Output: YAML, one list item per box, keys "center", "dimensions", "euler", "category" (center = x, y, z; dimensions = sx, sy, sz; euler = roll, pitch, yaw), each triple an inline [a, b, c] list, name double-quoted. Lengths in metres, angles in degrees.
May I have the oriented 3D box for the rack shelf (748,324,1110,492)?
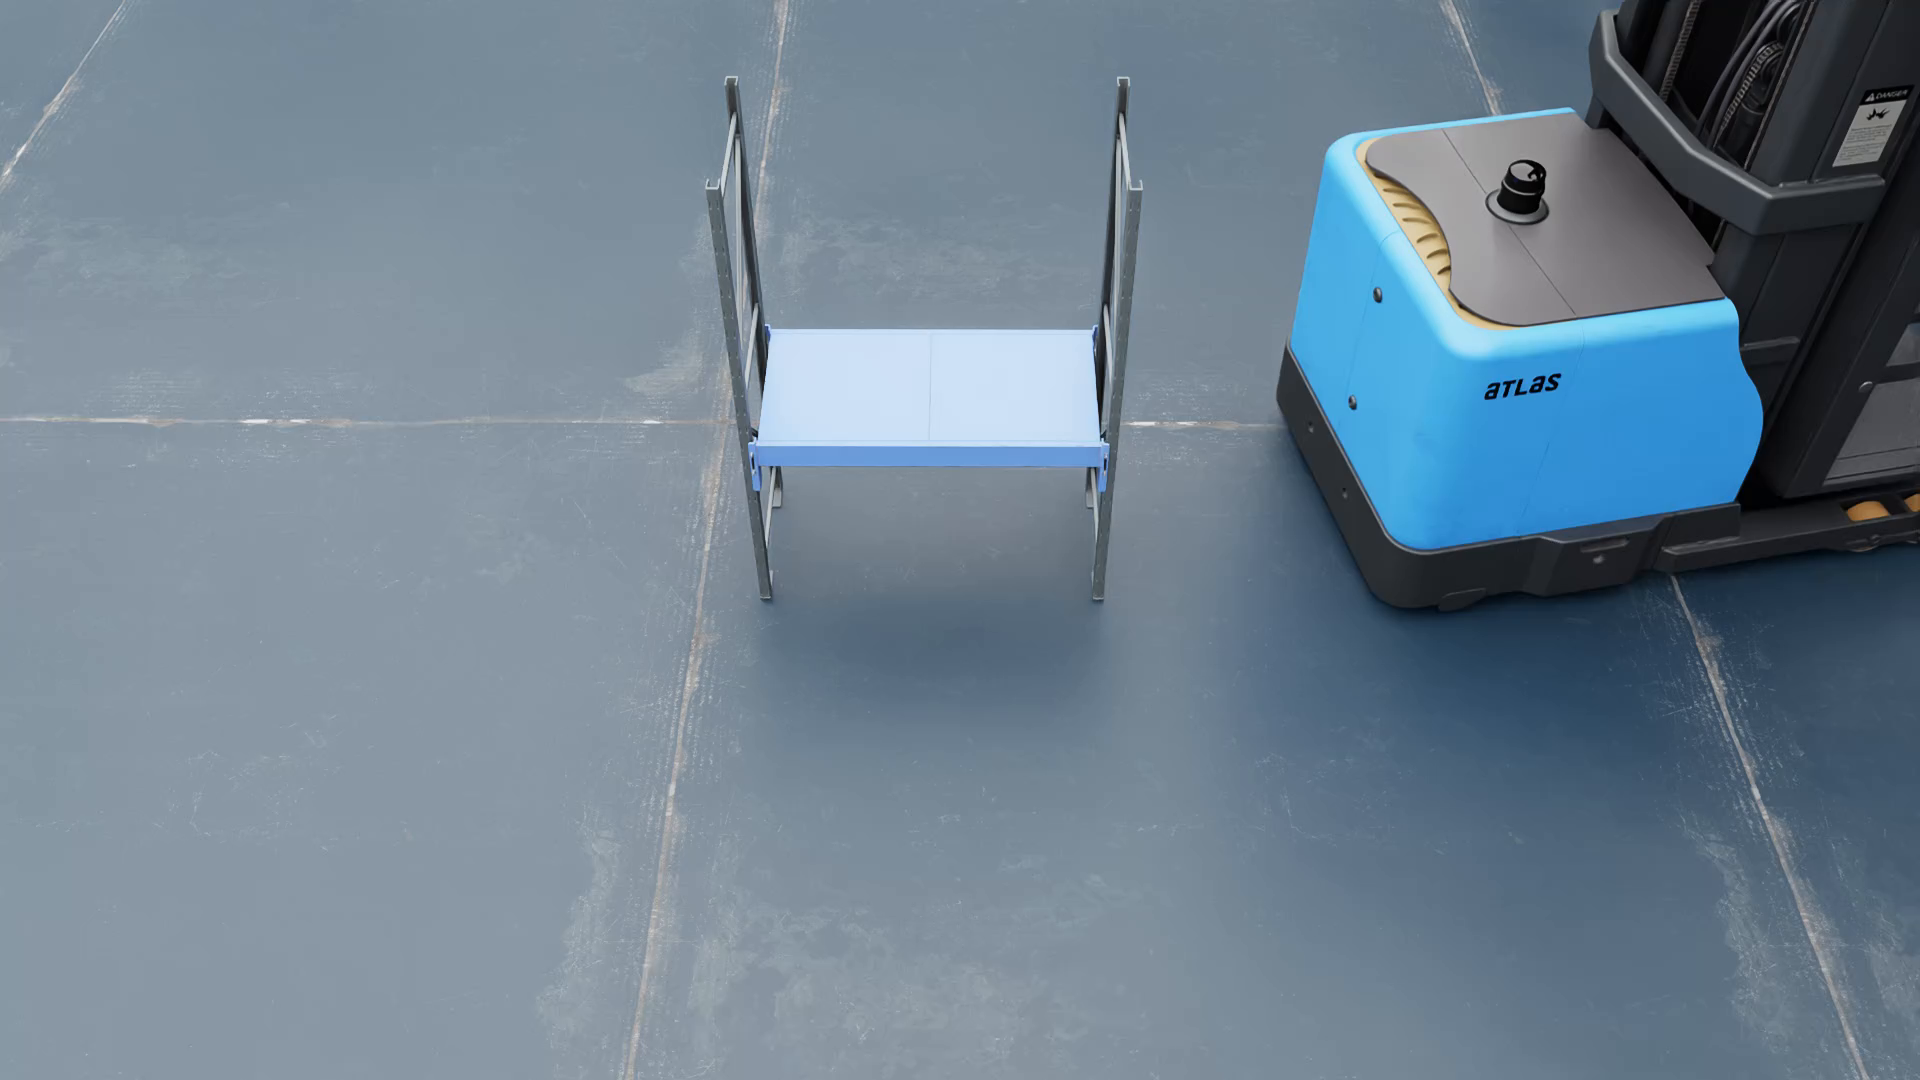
- center: [-0.085, -0.389, 4.833]
  dimensions: [1.000, 0.185, 0.538]
  euler: [0, 47, 0]
  category: "rack shelf"

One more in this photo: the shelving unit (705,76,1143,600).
- center: [-0.085, -0.511, 4.701]
  dimensions: [1.048, 1.500, 0.538]
  euler: [0, 47, 0]
  category: "shelving unit"

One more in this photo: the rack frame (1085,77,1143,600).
- center: [0.423, -0.510, 4.700]
  dimensions: [0.032, 1.500, 0.500]
  euler: [0, 47, 0]
  category: "rack frame"

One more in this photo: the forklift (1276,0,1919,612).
- center: [2.633, -1.333, 4.488]
  dimensions: [3.031, 2.935, 1.130]
  euler: [-9, 48, -8]
  category: "forklift"

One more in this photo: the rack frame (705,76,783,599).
- center: [-0.594, -0.513, 4.703]
  dimensions: [0.032, 1.500, 0.500]
  euler: [0, 47, 0]
  category: "rack frame"
